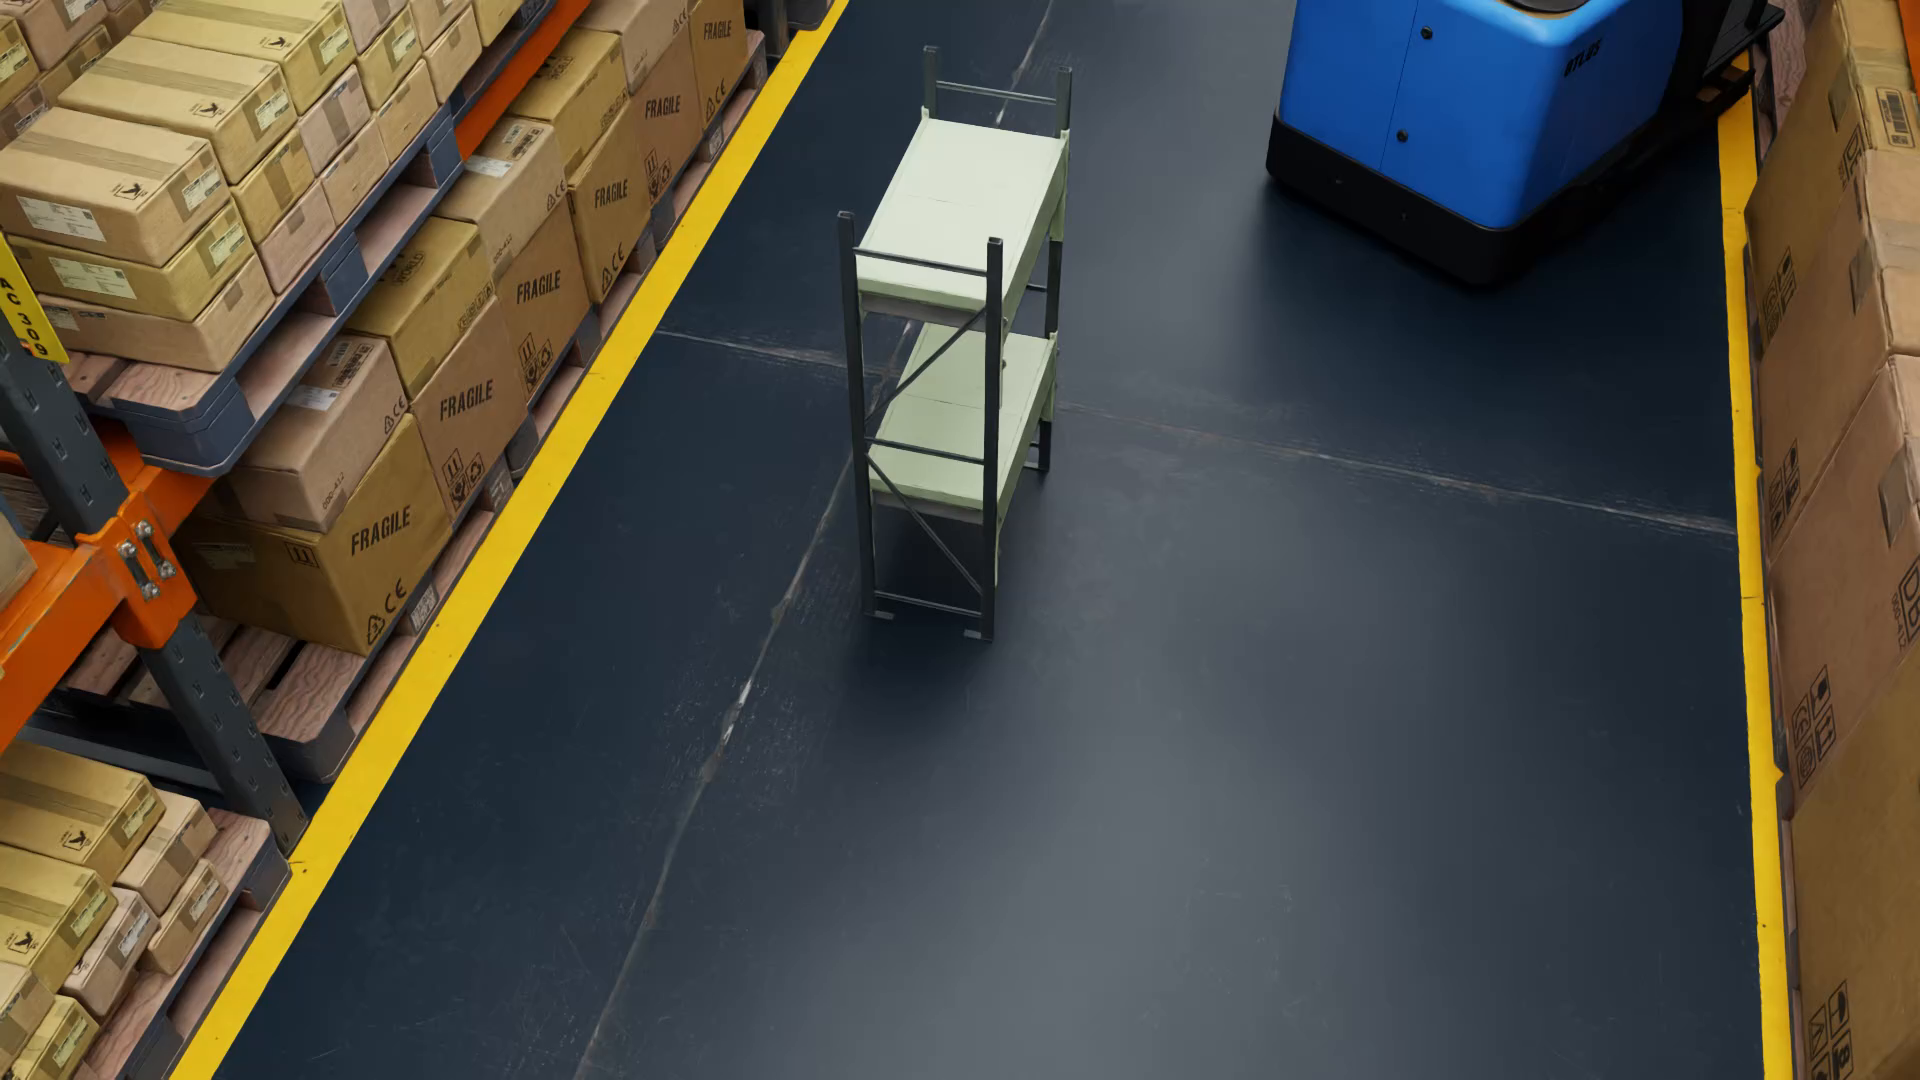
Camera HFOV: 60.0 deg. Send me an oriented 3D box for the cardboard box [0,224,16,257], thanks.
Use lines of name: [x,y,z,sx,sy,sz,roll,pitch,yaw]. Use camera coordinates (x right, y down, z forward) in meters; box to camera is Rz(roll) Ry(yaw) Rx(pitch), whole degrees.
cardboard box: [-2.366,-0.654,3.714,0.380,0.149,0.250,11,49,9]

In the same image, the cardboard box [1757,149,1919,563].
cardboard box: [3.088,-0.410,4.749,1.225,0.875,0.875,12,50,10]

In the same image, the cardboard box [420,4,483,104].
cardboard box: [-1.461,-1.269,4.257,0.380,0.149,0.250,10,49,8]

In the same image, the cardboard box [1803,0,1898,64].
cardboard box: [3.689,-1.920,6.318,0.700,0.500,0.500,9,49,8]

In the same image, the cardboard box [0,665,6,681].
cardboard box: [-2.091,0.272,3.177,0.380,0.149,0.250,10,49,9]

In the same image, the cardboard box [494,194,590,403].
cardboard box: [-1.566,-0.830,5.369,0.500,0.500,0.500,12,50,11]

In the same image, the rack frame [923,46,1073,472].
rack frame: [0.098,-0.766,4.926,0.400,1.500,0.023,12,50,10]

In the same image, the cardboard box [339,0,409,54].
cardboard box: [-1.526,-1.286,3.875,0.380,0.149,0.250,11,49,10]

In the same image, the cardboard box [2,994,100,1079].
cardboard box: [-2.168,1.121,3.683,0.380,0.149,0.250,10,49,9]

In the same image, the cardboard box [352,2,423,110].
cardboard box: [-1.530,-1.183,3.982,0.380,0.149,0.250,10,49,8]

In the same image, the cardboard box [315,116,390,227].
cardboard box: [-1.595,-0.903,3.934,0.380,0.149,0.250,12,50,10]

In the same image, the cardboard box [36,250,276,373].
cardboard box: [-1.732,-0.521,3.597,0.380,0.149,0.250,9,49,8]

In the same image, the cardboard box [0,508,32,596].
cardboard box: [-2.134,0.003,2.982,0.500,0.500,0.500,12,50,10]

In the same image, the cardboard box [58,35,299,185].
cardboard box: [-1.664,-0.921,3.553,0.380,0.149,0.250,13,50,11]

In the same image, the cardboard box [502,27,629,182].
cardboard box: [-1.425,-1.446,5.413,0.500,0.250,0.500,13,50,11]

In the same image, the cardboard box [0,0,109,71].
cardboard box: [-2.222,-1.234,3.829,0.380,0.149,0.250,10,49,9]

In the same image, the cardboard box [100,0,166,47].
cardboard box: [-2.161,-1.321,4.104,0.380,0.149,0.250,10,49,9]

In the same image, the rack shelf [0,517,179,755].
rack shelf: [-2.806,1.413,2.482,1.077,0.370,4.000,12,50,10]

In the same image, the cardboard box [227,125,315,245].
cardboard box: [-1.666,-0.808,3.651,0.380,0.149,0.250,11,49,9]

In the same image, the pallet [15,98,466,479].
pallet: [-1.938,-0.732,4.023,1.003,0.211,1.213,12,50,10]

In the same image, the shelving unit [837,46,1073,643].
shelving unit: [0.002,-0.501,4.692,0.431,1.500,0.755,12,50,10]

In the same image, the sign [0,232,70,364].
sign: [-1.754,-0.456,3.075,0.100,0.325,0.005,12,50,10]

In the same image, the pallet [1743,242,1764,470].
pallet: [3.252,-0.635,5.669,1.003,0.211,1.213,12,50,10]

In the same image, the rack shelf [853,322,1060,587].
rack shelf: [0.002,-0.285,4.936,0.431,0.370,0.720,12,50,10]

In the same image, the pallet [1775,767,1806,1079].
pallet: [2.610,1.130,4.112,1.003,0.211,1.213,12,50,10]

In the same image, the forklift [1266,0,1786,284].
forklift: [2.584,-2.882,5.839,3.031,2.935,1.130,-37,58,-28]

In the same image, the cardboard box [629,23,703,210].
cardboard box: [-1.288,-1.574,6.026,0.500,0.500,0.500,13,50,12]

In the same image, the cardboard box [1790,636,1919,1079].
cardboard box: [2.628,0.878,3.612,1.225,0.875,0.875,12,50,10]

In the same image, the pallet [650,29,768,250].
pallet: [-1.434,-1.677,6.589,1.003,0.211,1.213,12,50,10]

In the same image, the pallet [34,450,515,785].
pallet: [-2.076,0.088,5.032,1.003,0.211,1.213,12,50,10]

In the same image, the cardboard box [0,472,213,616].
cardboard box: [-2.327,-0.168,4.785,0.500,0.500,0.500,11,49,9]

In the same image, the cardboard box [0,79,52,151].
cardboard box: [-2.297,-0.943,3.771,0.380,0.149,0.250,12,50,10]

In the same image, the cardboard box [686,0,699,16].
cardboard box: [-1.154,-2.178,6.059,0.500,0.250,0.500,11,49,9]

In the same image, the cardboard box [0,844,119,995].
cardboard box: [-2.151,0.837,3.735,0.380,0.149,0.250,12,50,11]

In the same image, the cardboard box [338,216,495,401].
cardboard box: [-1.692,-0.699,4.754,0.500,0.250,0.500,13,50,11]

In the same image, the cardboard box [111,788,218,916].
cardboard box: [-2.055,0.725,4.032,0.380,0.149,0.250,12,50,11]

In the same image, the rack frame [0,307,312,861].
rack frame: [-2.279,-0.271,3.489,1.000,3.000,0.127,12,50,10]

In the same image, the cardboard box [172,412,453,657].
cardboard box: [-1.829,-0.065,4.694,0.500,0.500,0.500,13,50,11]

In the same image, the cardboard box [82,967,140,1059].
cardboard box: [-2.203,1.055,3.939,0.380,0.149,0.250,13,50,11]
